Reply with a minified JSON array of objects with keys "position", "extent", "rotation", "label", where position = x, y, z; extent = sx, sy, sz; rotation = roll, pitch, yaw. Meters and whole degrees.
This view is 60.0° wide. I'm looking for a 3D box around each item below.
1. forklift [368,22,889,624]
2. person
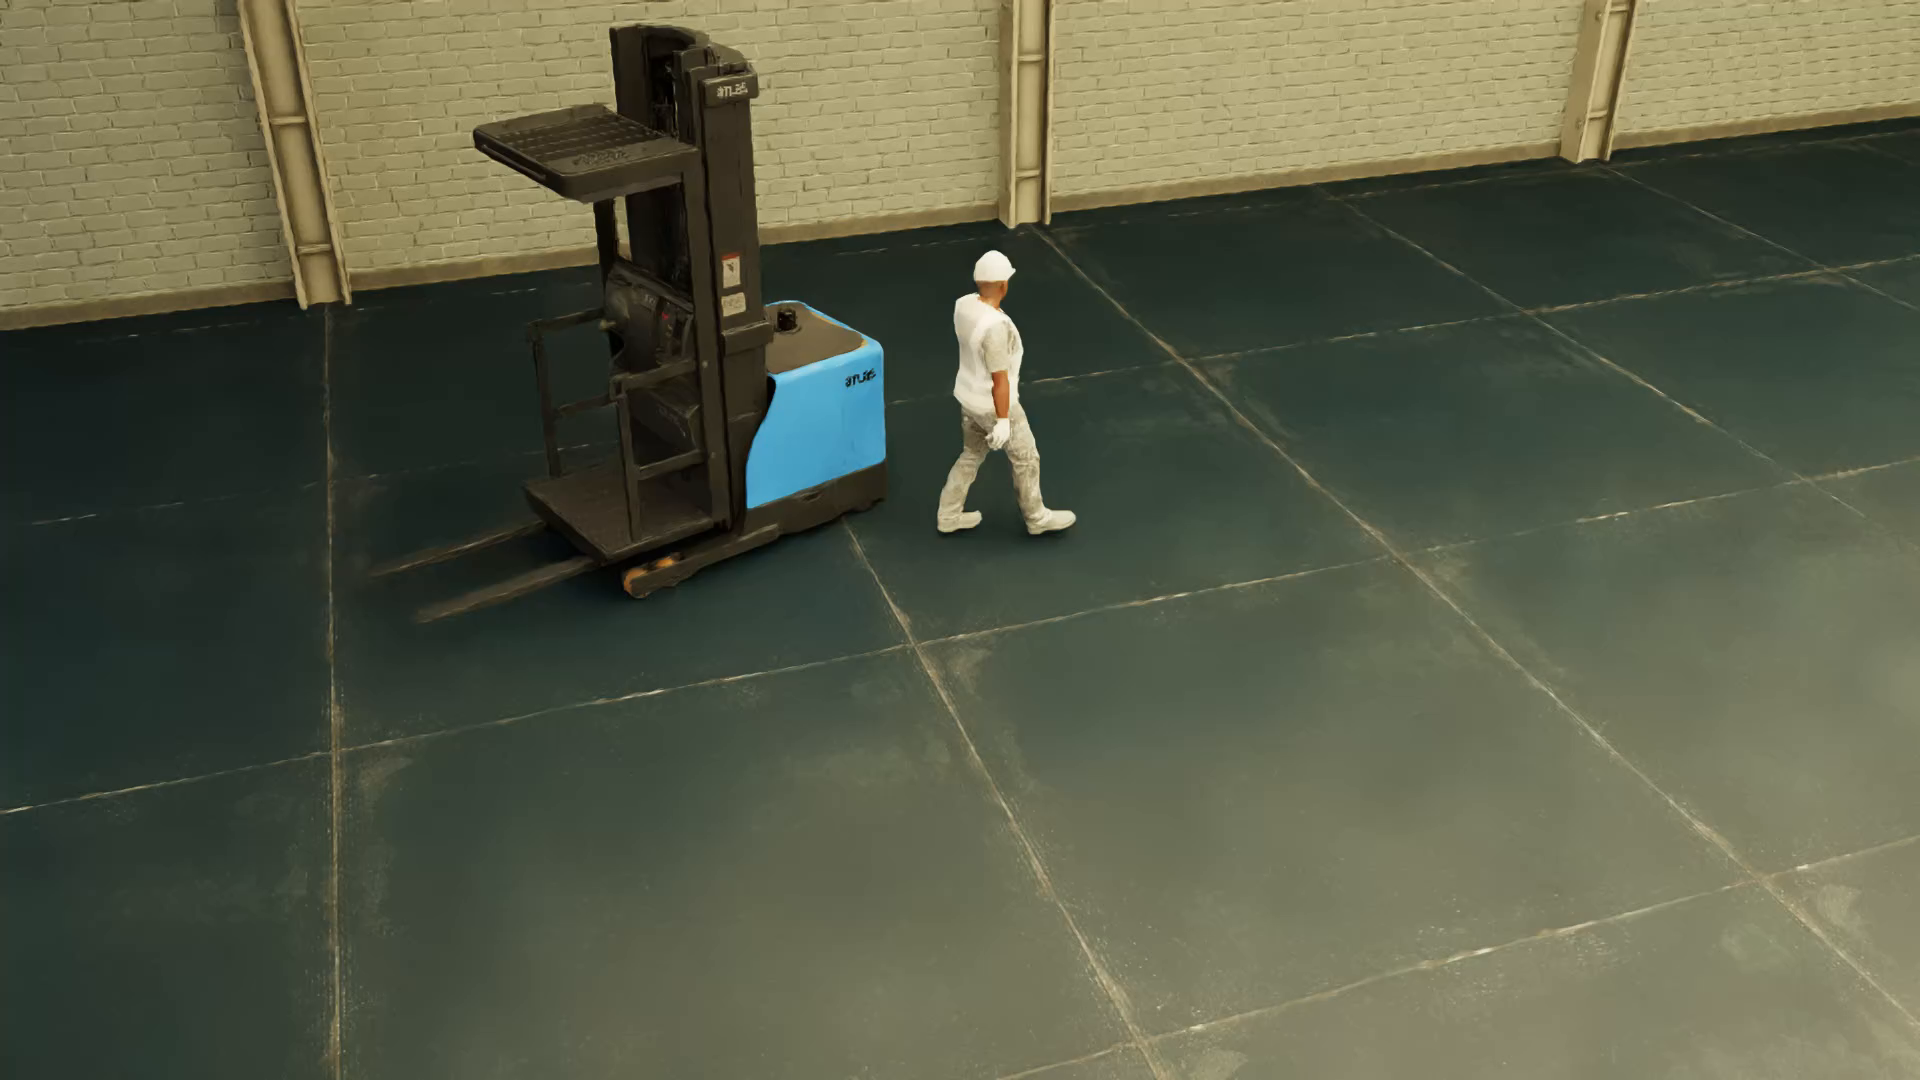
[{"position":[-1.912,-1.238,9.239],"extent":[3.031,2.935,1.130],"rotation":[-22,36,-33],"label":"forklift"},{"position":[0.262,-0.841,9.680],"extent":[0.781,1.753,0.732],"rotation":[-13,32,-21],"label":"person"}]
